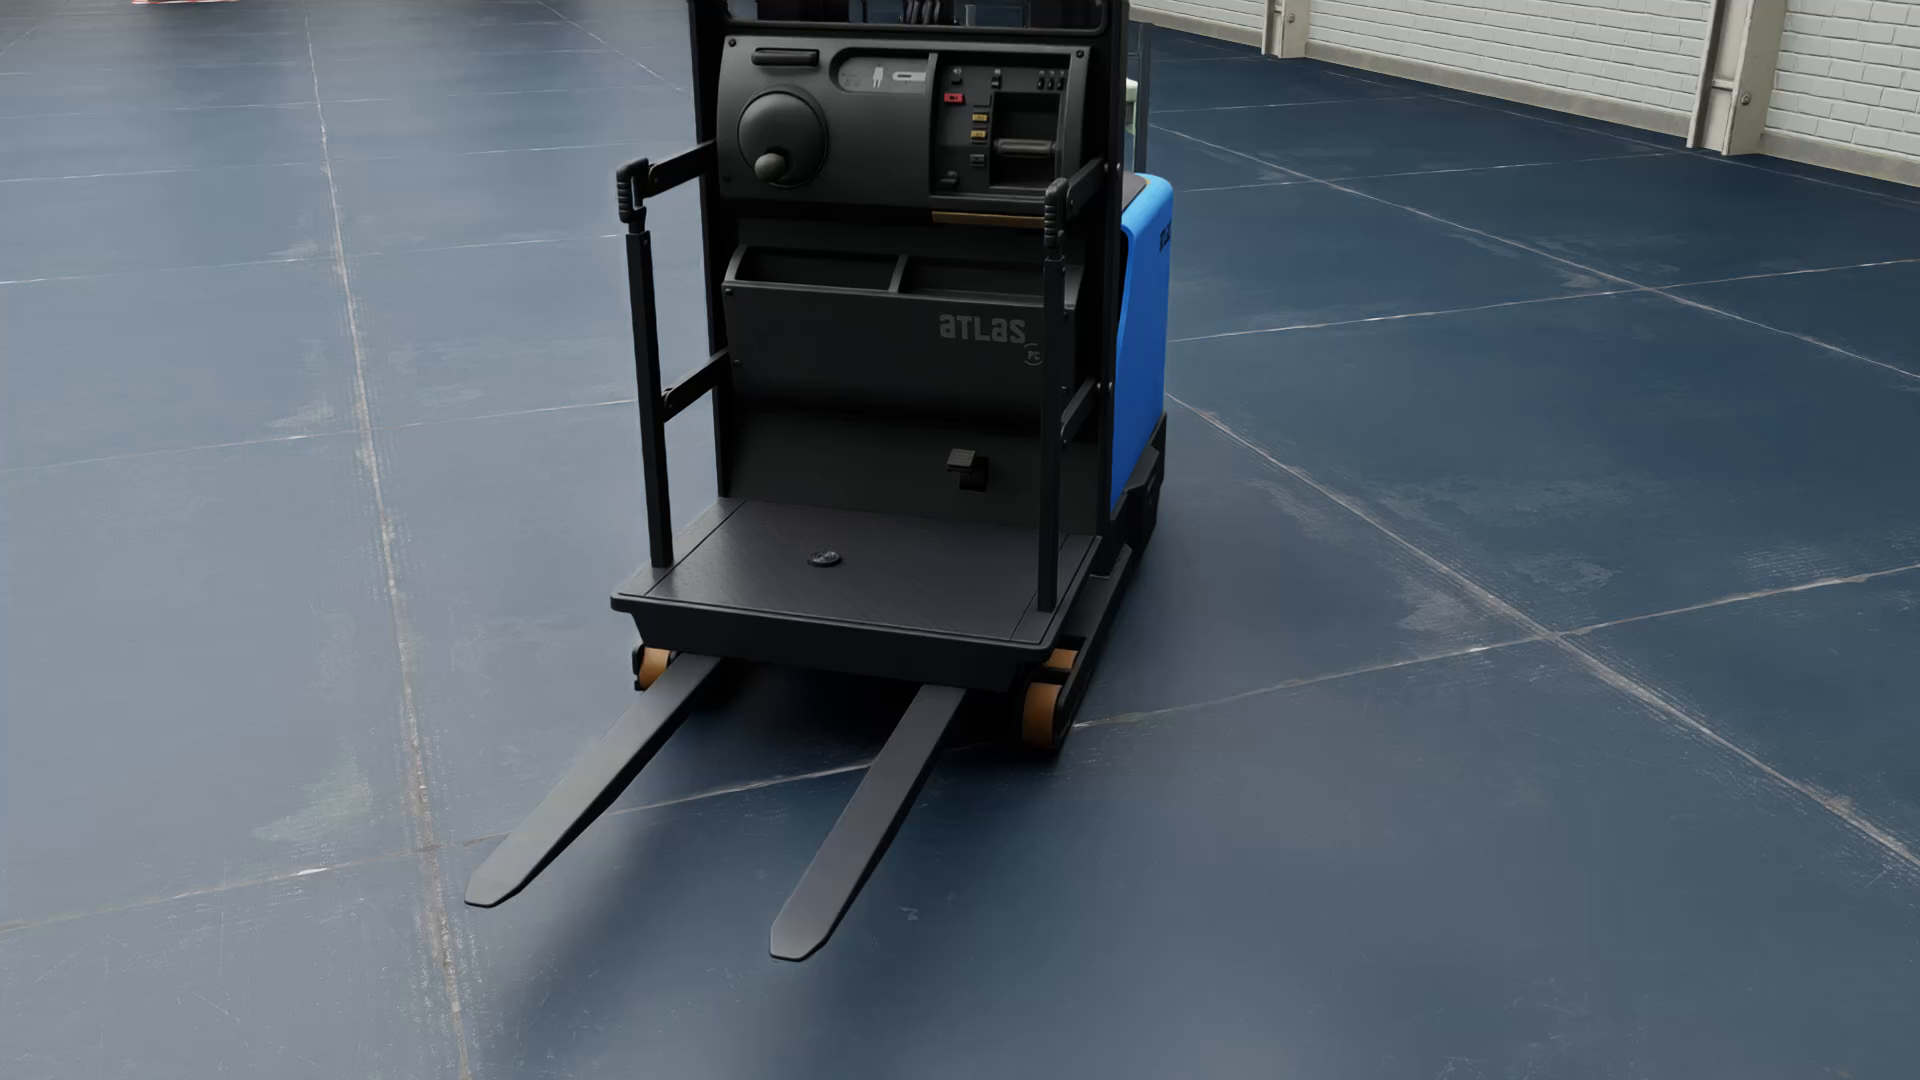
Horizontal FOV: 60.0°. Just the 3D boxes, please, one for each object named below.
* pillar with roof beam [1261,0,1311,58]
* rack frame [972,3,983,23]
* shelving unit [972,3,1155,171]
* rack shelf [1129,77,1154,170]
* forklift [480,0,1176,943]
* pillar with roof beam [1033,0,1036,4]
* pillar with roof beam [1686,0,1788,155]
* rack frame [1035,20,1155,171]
[{"bbox_3d":[-0.710,-8.519,13.875,9.100,9.000,0.400,-8,24,-19],"label":"pillar with roof beam"},{"bbox_3d":[0.240,-1.242,6.265,0.400,1.500,0.023,-6,24,-14],"label":"rack frame"},{"bbox_3d":[0.337,-1.105,5.940,0.431,1.500,0.755,-6,24,-14],"label":"shelving unit"},{"bbox_3d":[0.337,-1.464,5.789,0.431,0.370,0.720,-6,24,-14],"label":"rack shelf"},{"bbox_3d":[-0.187,-1.029,3.919,1.130,2.935,3.031,6,24,14],"label":"forklift"},{"bbox_3d":[-2.830,-10.699,19.048,9.100,9.000,0.400,-8,24,-19],"label":"pillar with roof beam"},{"bbox_3d":[1.410,-6.339,8.703,9.100,9.000,0.400,-8,24,-19],"label":"pillar with roof beam"},{"bbox_3d":[0.435,-0.968,5.615,0.400,1.500,0.023,-6,24,-14],"label":"rack frame"}]
